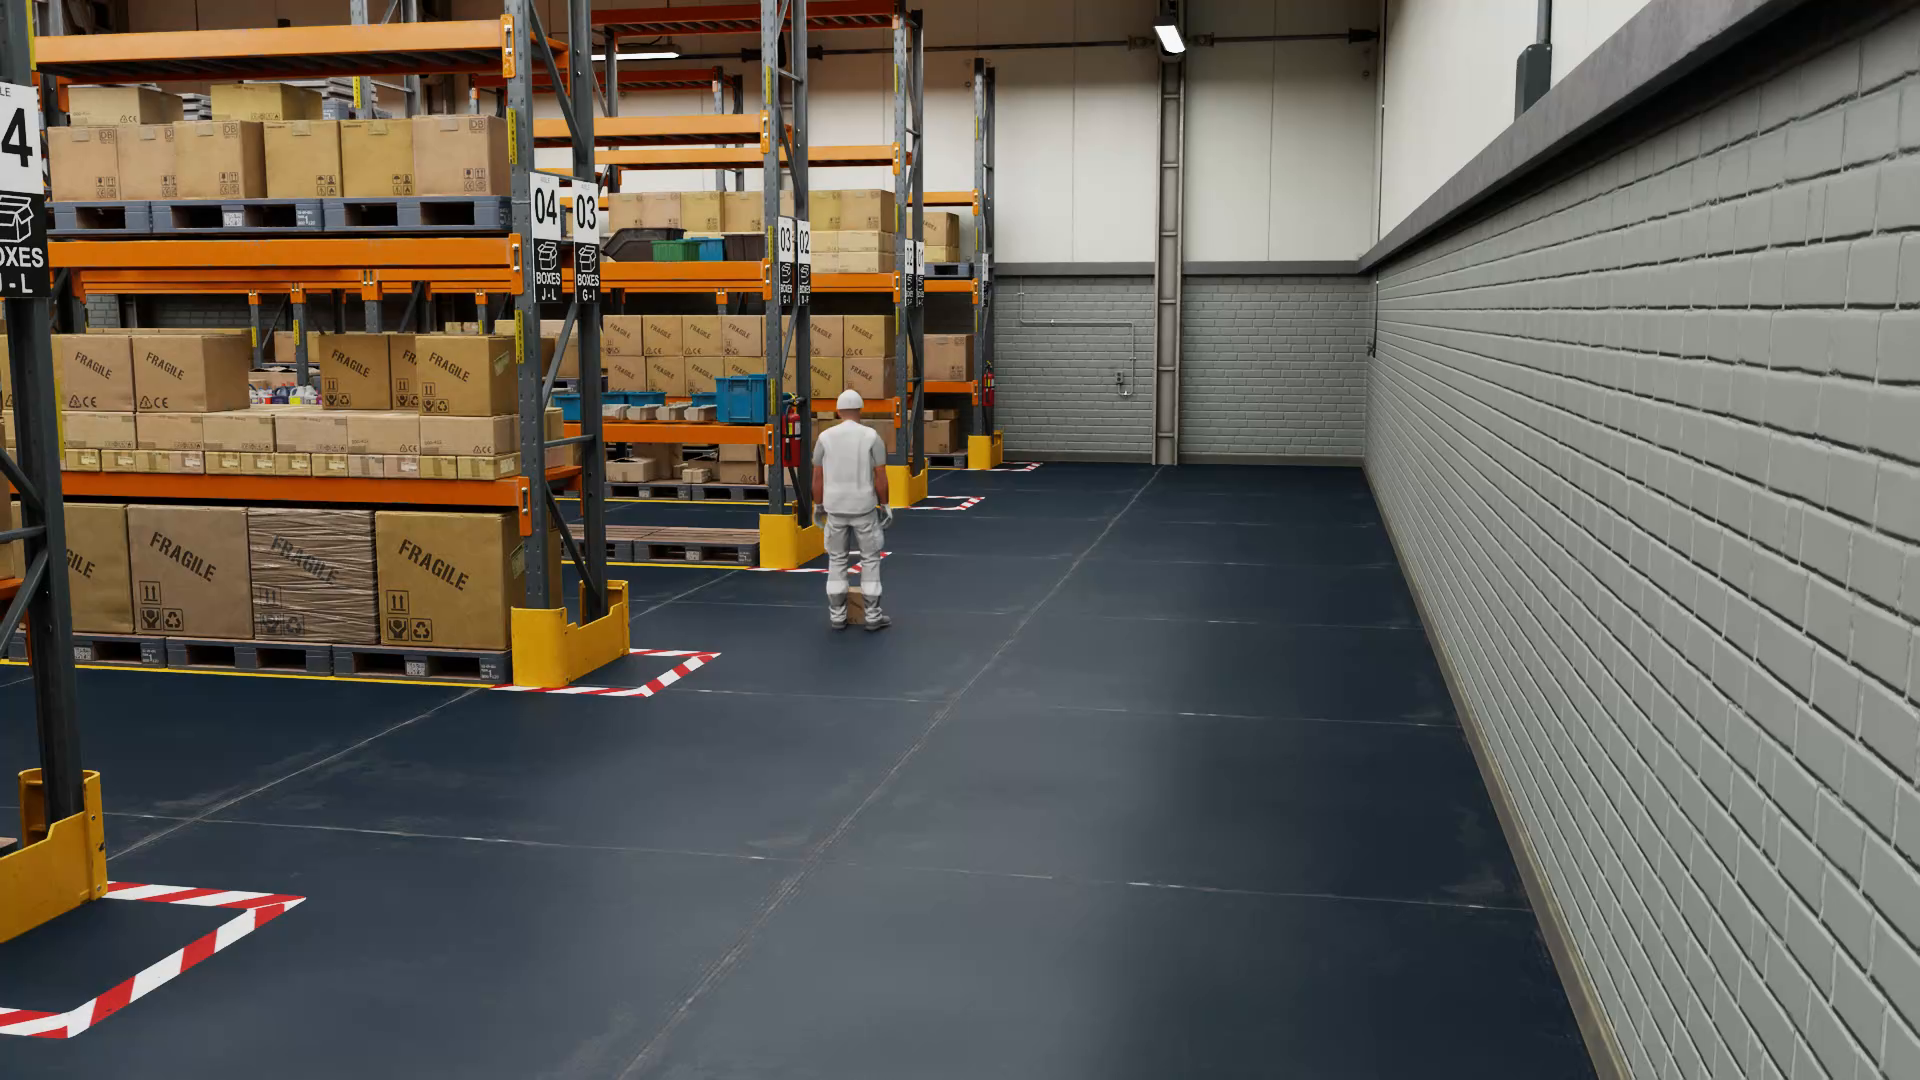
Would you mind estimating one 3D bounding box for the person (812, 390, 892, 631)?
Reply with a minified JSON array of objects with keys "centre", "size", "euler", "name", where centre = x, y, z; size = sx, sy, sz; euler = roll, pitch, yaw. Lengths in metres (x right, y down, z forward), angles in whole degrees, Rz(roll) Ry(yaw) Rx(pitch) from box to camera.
[{"centre":[-0.801,-0.223,12.380],"size":[0.604,1.777,0.453],"euler":[1,8,9],"name":"person"}]
